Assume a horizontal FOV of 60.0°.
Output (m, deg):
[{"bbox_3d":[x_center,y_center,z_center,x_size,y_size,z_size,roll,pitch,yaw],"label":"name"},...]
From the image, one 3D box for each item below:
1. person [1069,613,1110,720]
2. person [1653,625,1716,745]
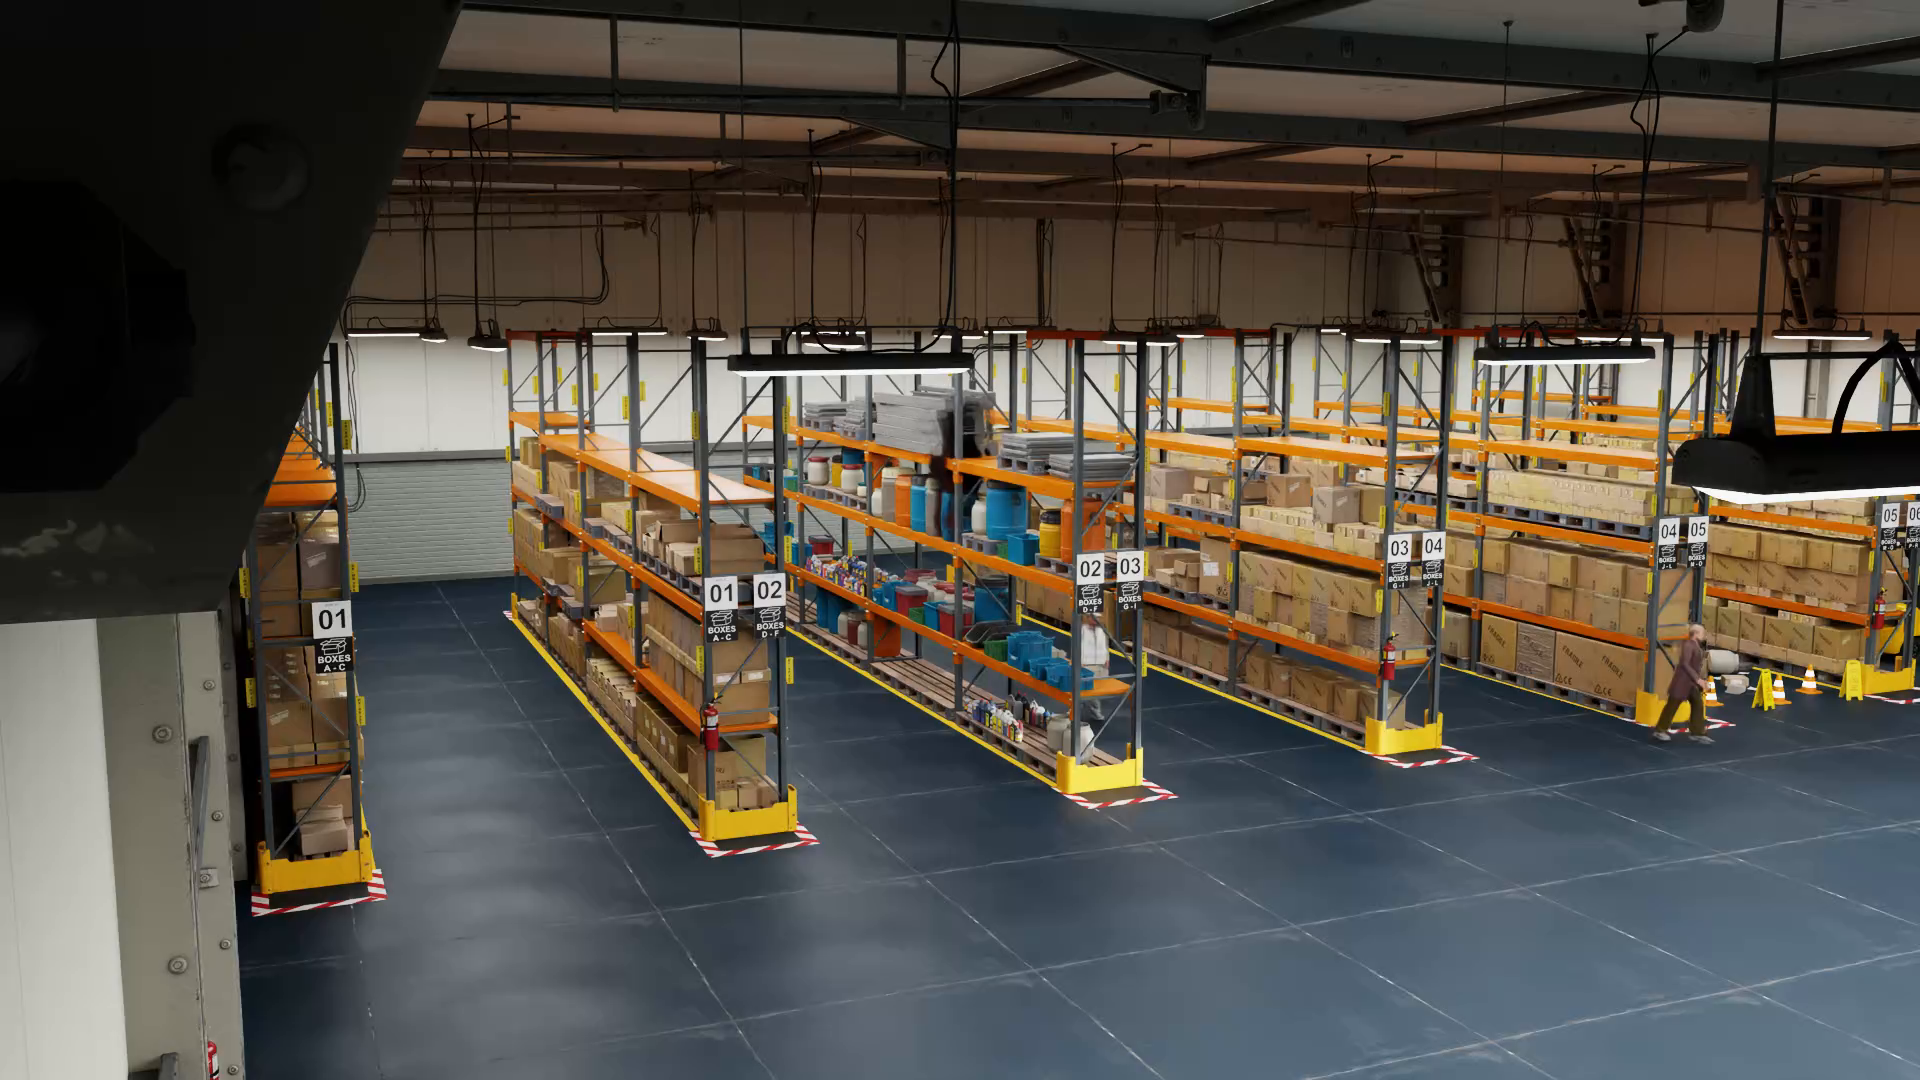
[{"bbox_3d":[2.031,1.923,26.048,0.618,1.776,0.486,-2,8,-12],"label":"person"},{"bbox_3d":[10.752,2.127,24.583,0.808,1.778,0.694,7,10,41],"label":"person"}]
